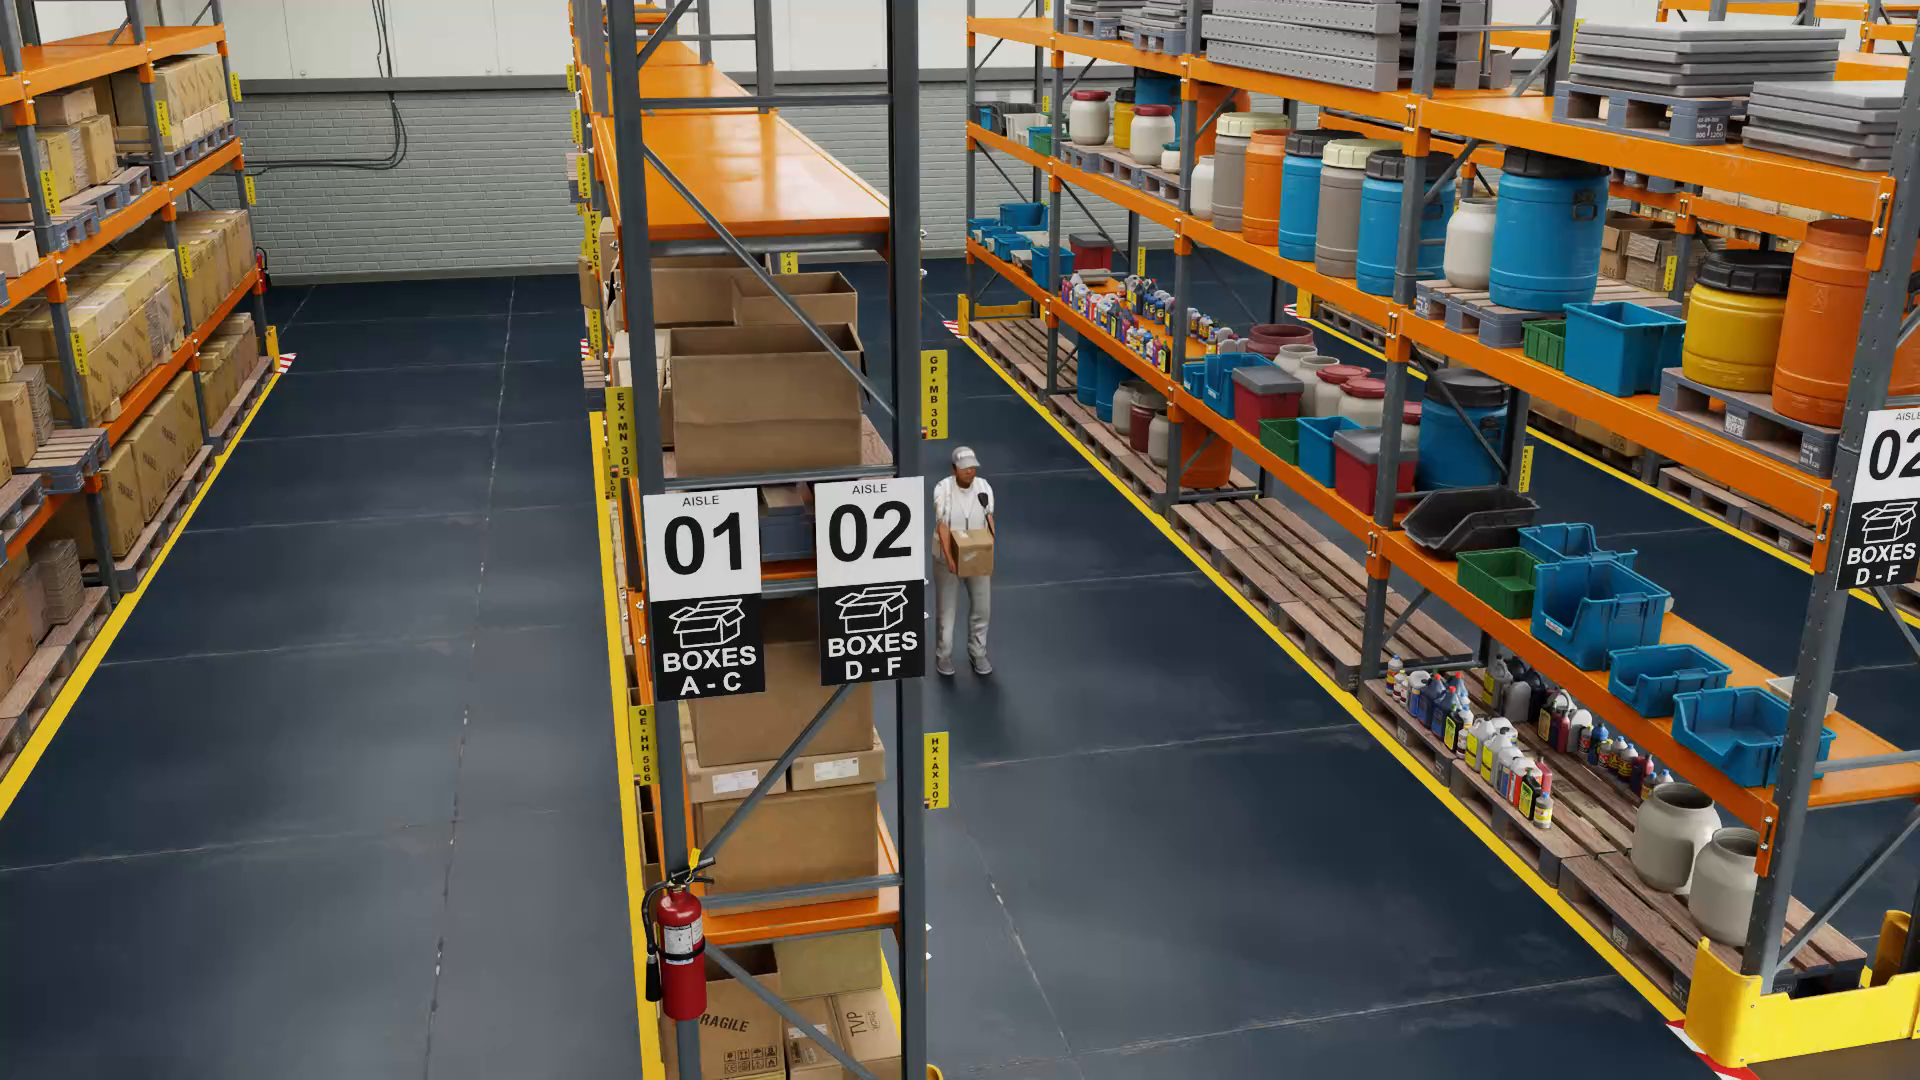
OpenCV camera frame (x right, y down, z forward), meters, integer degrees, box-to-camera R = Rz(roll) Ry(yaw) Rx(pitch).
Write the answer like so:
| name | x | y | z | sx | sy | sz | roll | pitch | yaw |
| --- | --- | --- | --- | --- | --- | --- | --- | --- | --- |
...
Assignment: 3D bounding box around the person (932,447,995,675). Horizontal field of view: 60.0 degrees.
| name | x | y | z | sx | sy | sz | roll | pitch | yaw |
| --- | --- | --- | --- | --- | --- | --- | --- | --- | --- |
| person | 0.039 | 0.158 | 11.916 | 0.452 | 1.663 | 0.542 | -5 | 20 | -13 |
